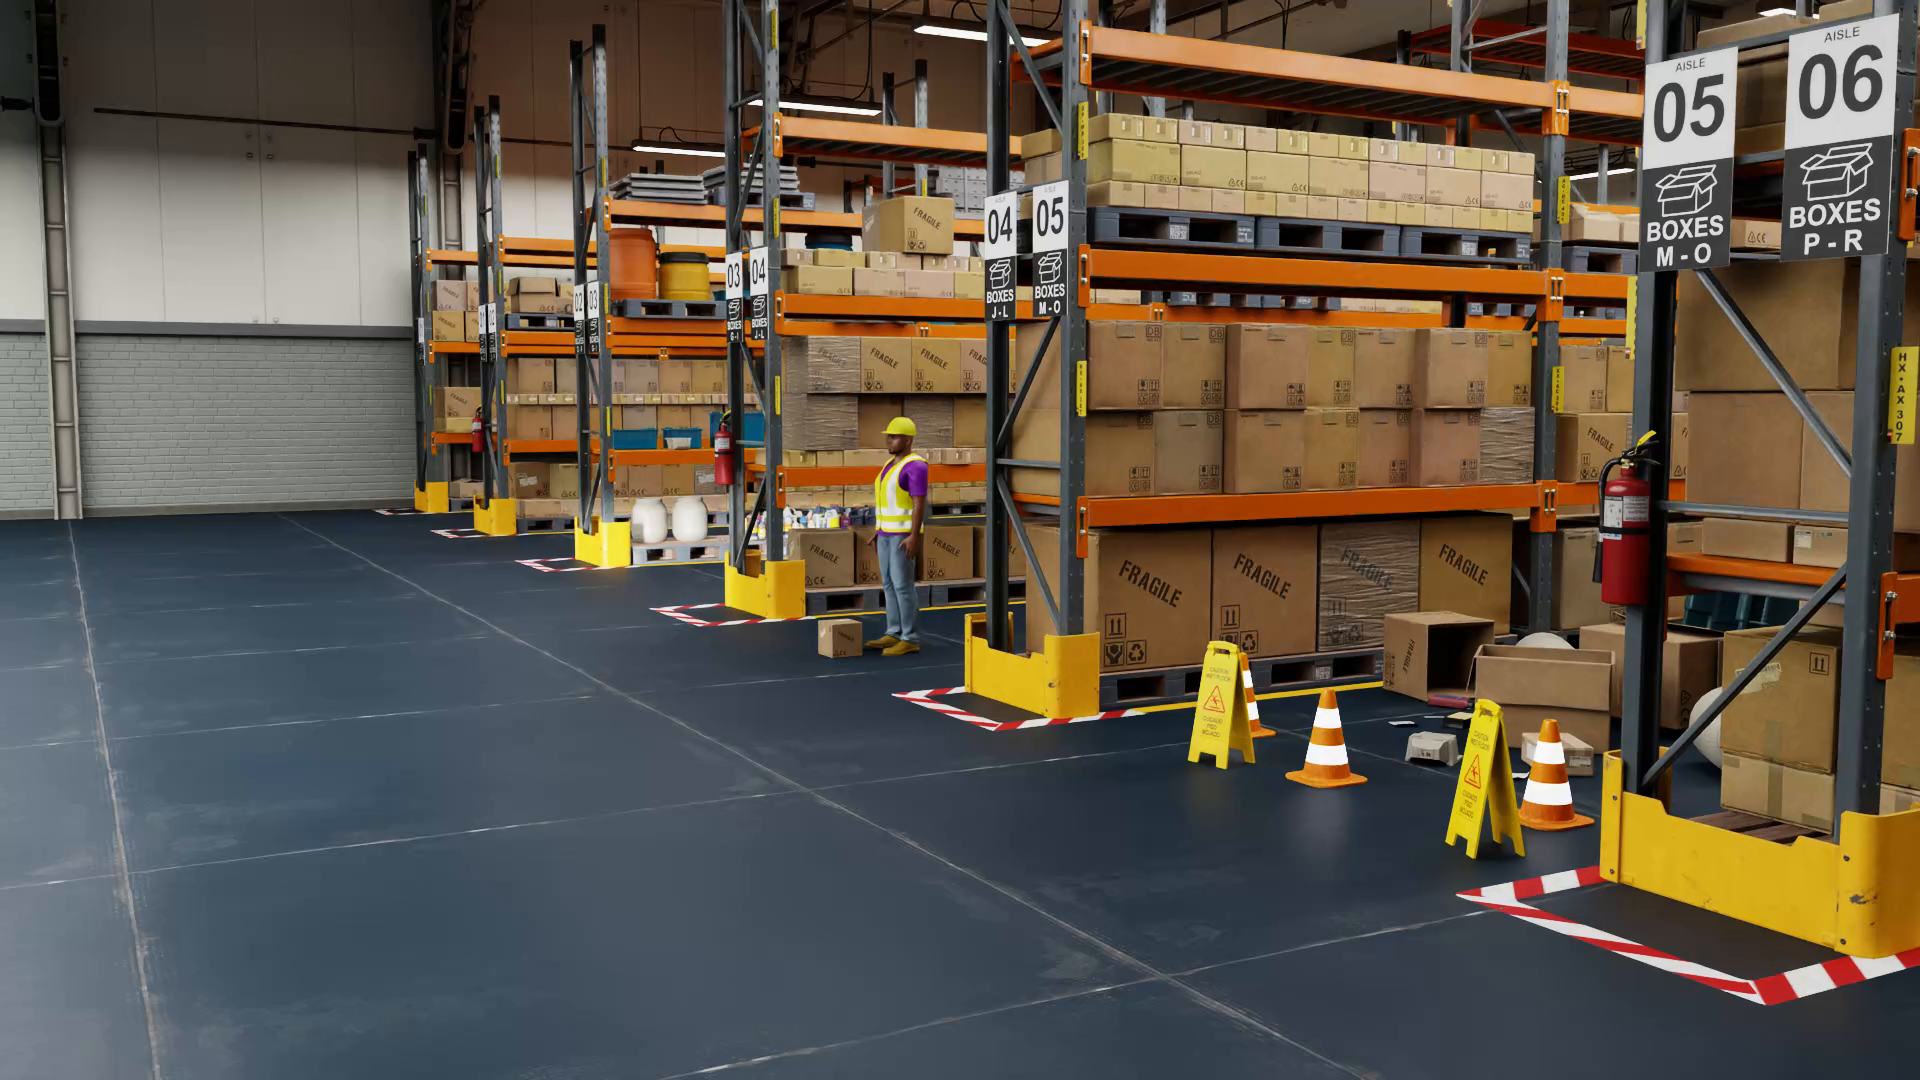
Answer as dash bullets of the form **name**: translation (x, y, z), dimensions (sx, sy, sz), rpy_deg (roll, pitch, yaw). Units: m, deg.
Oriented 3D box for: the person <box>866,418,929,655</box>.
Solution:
- **person**: translation (-0.475, -0.038, 12.573), dimensions (0.392, 1.773, 0.568), rpy_deg (-3, 6, -27)
